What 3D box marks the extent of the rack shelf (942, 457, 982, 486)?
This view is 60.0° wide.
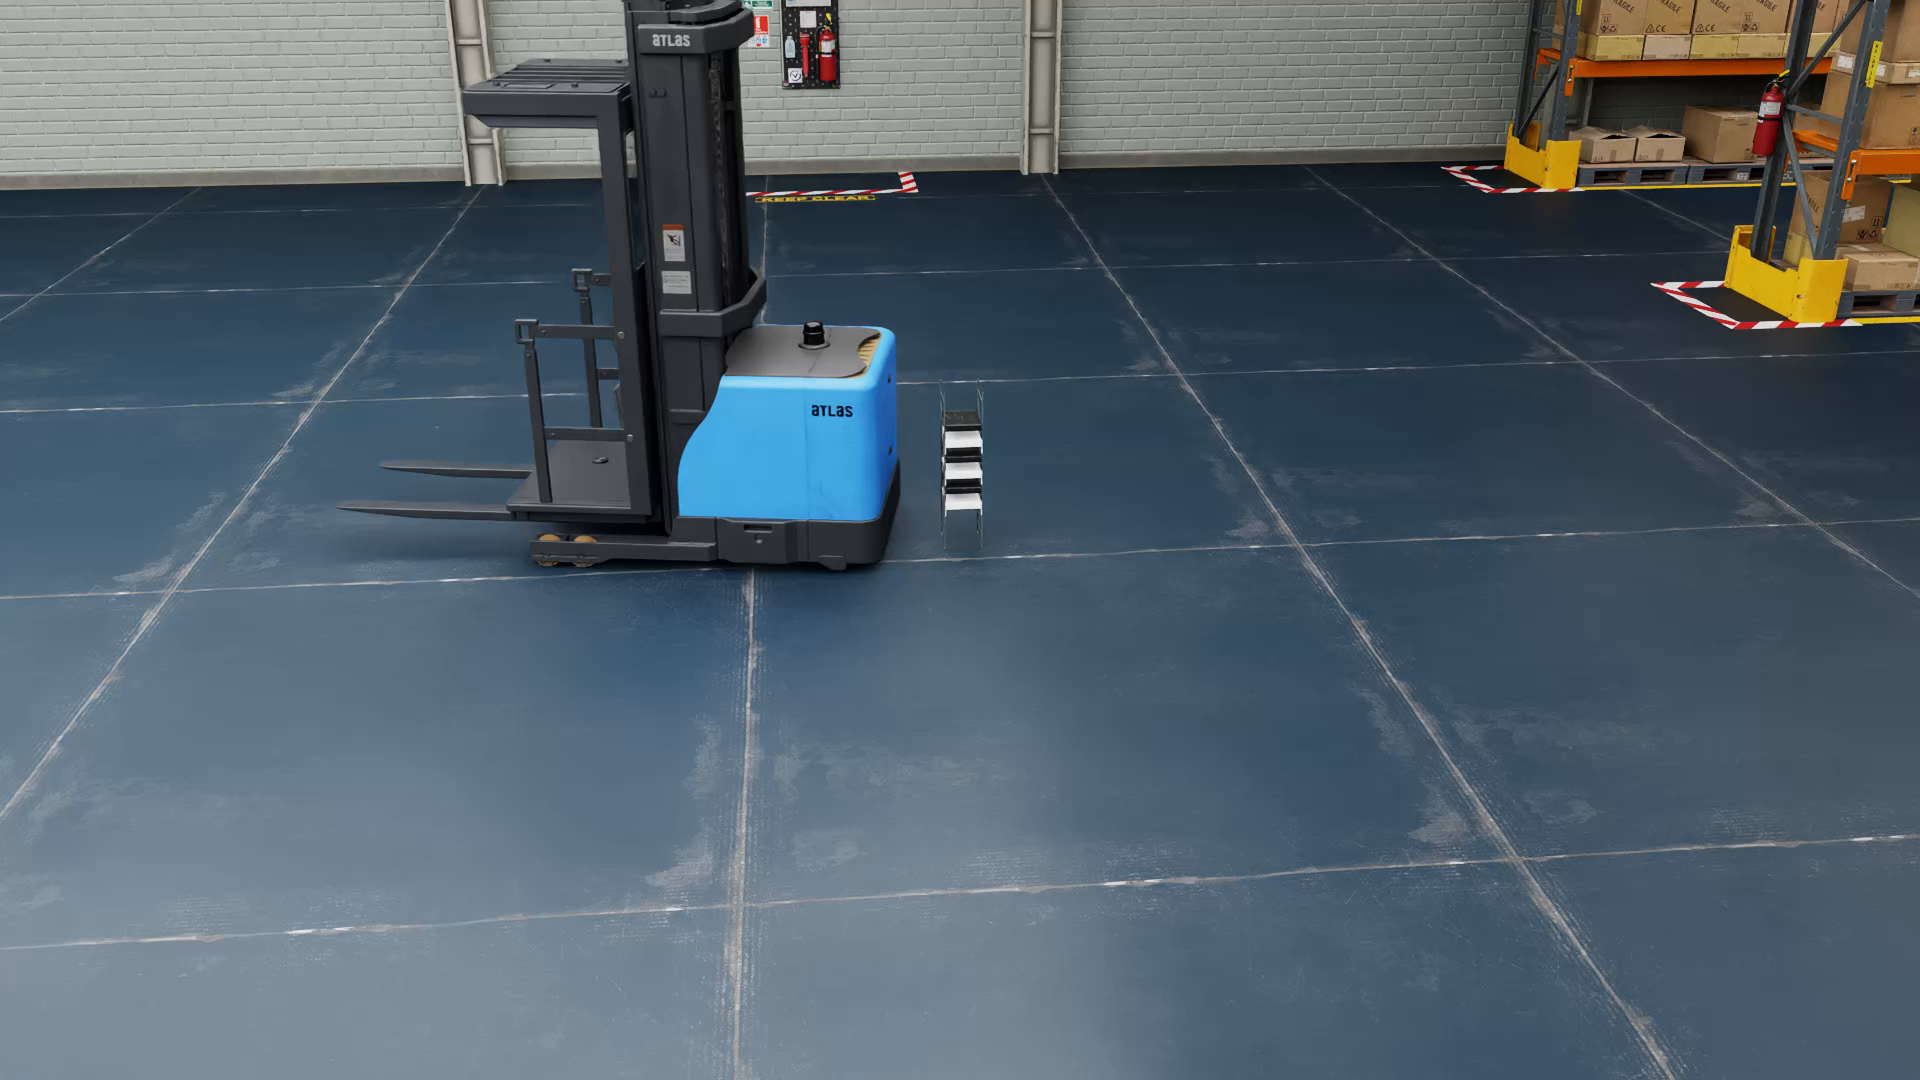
[{"bbox_3d":[0.008,-0.381,9.081,0.200,0.077,0.258,-2,24,-5],"label":"rack shelf"}]

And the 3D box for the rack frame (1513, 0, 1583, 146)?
[{"bbox_3d":[6.234,-5.322,17.531,0.127,3.000,1.000,-2,24,-5],"label":"rack frame"}]

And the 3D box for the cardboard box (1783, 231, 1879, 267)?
[{"bbox_3d":[7.229,-2.396,13.816,0.500,0.250,0.500,-2,24,-5],"label":"cardboard box"}]

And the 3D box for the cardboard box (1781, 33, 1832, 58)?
[{"bbox_3d":[8.778,-5.238,17.502,0.500,0.250,0.500,-2,24,-5],"label":"cardboard box"}]

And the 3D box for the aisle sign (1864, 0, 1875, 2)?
[{"bbox_3d":[6.690,-4.381,12.214,0.004,0.787,0.394,-2,24,-5],"label":"aisle sign"}]

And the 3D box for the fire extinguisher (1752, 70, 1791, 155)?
[{"bbox_3d":[6.562,-3.468,13.454,0.183,0.674,0.296,-2,24,-5],"label":"fire extinguisher"}]

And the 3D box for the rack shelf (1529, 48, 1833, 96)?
[{"bbox_3d":[8.225,-5.073,17.856,4.000,0.370,1.077,-2,24,-5],"label":"rack shelf"}]

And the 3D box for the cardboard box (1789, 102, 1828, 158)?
[{"bbox_3d":[9.186,-4.483,18.179,0.500,0.500,0.500,-4,24,-9],"label":"cardboard box"}]

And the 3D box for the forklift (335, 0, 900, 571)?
[{"bbox_3d":[-1.891,-1.404,8.799,3.031,2.935,1.130,2,24,4],"label":"forklift"}]

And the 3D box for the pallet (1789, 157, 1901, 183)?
[{"bbox_3d":[9.550,-4.166,18.364,1.213,0.211,1.003,-2,24,-5],"label":"pallet"}]

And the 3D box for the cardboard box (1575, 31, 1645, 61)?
[{"bbox_3d":[6.751,-5.154,17.312,0.500,0.250,0.500,-3,24,-7],"label":"cardboard box"}]

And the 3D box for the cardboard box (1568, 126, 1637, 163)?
[{"bbox_3d":[6.932,-4.286,17.968,0.500,0.311,0.500,-5,24,-11],"label":"cardboard box"}]

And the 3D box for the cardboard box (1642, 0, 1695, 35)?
[{"bbox_3d":[7.232,-5.519,17.210,0.500,0.500,0.500,-2,24,-5],"label":"cardboard box"}]

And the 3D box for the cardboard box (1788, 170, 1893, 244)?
[{"bbox_3d":[7.229,-2.740,13.666,0.500,0.500,0.500,-2,24,-5],"label":"cardboard box"}]

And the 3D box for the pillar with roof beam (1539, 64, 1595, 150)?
[{"bbox_3d":[7.269,-6.701,13.247,0.400,9.000,9.100,-2,24,-5],"label":"pillar with roof beam"}]

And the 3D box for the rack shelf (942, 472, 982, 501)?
[{"bbox_3d":[0.008,-0.299,9.118,0.200,0.077,0.258,-2,24,-5],"label":"rack shelf"}]

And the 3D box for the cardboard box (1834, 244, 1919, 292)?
[{"bbox_3d":[7.280,-2.187,13.345,0.500,0.250,0.500,-2,24,-5],"label":"cardboard box"}]

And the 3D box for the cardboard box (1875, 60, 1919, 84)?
[{"bbox_3d":[7.136,-3.591,12.713,0.250,0.149,0.380,-2,24,-6],"label":"cardboard box"}]

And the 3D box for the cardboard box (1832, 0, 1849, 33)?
[{"bbox_3d":[9.279,-5.599,17.390,0.500,0.500,0.500,-2,24,-5],"label":"cardboard box"}]

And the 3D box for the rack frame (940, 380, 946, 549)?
[{"bbox_3d":[-0.093,-0.407,9.059,0.006,0.900,0.240,-2,24,-5],"label":"rack frame"}]

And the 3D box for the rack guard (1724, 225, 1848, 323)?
[{"bbox_3d":[6.701,-2.177,13.532,0.348,0.500,1.175,-2,24,-5],"label":"rack guard"}]

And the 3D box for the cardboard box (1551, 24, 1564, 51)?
[{"bbox_3d":[6.680,-5.360,17.775,0.500,0.250,0.500,-2,24,-4],"label":"cardboard box"}]

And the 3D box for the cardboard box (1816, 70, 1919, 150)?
[{"bbox_3d":[7.191,-3.379,13.036,0.500,0.500,0.700,-2,24,-5],"label":"cardboard box"}]

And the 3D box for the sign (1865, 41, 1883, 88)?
[{"bbox_3d":[6.773,-3.527,12.329,0.005,0.325,0.100,-2,24,-5],"label":"sign"}]

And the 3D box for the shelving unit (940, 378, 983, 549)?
[{"bbox_3d":[0.008,-0.412,9.068,0.210,0.900,0.258,-2,24,-5],"label":"shelving unit"}]

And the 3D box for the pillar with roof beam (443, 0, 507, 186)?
[{"bbox_3d":[-4.673,-6.222,12.169,0.400,9.000,9.100,-2,24,-5],"label":"pillar with roof beam"}]

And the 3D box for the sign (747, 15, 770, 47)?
[{"bbox_3d":[-2.149,-5.413,17.691,0.234,0.329,0.001,-2,24,-5],"label":"sign"}]

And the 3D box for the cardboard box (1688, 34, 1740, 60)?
[{"bbox_3d":[7.774,-5.198,17.412,0.500,0.250,0.500,-3,24,-6],"label":"cardboard box"}]

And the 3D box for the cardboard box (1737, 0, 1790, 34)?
[{"bbox_3d":[8.259,-5.562,17.307,0.500,0.500,0.500,-2,24,-3],"label":"cardboard box"}]

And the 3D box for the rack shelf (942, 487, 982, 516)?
[{"bbox_3d":[0.008,-0.217,9.155,0.200,0.077,0.258,-2,24,-5],"label":"rack shelf"}]

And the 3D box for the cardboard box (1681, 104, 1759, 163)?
[{"bbox_3d":[8.234,-4.404,18.001,0.500,0.500,0.700,-4,24,-8],"label":"cardboard box"}]

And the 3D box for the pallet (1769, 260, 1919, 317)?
[{"bbox_3d":[7.482,-2.093,13.699,1.213,0.211,1.003,-2,24,-5],"label":"pallet"}]
